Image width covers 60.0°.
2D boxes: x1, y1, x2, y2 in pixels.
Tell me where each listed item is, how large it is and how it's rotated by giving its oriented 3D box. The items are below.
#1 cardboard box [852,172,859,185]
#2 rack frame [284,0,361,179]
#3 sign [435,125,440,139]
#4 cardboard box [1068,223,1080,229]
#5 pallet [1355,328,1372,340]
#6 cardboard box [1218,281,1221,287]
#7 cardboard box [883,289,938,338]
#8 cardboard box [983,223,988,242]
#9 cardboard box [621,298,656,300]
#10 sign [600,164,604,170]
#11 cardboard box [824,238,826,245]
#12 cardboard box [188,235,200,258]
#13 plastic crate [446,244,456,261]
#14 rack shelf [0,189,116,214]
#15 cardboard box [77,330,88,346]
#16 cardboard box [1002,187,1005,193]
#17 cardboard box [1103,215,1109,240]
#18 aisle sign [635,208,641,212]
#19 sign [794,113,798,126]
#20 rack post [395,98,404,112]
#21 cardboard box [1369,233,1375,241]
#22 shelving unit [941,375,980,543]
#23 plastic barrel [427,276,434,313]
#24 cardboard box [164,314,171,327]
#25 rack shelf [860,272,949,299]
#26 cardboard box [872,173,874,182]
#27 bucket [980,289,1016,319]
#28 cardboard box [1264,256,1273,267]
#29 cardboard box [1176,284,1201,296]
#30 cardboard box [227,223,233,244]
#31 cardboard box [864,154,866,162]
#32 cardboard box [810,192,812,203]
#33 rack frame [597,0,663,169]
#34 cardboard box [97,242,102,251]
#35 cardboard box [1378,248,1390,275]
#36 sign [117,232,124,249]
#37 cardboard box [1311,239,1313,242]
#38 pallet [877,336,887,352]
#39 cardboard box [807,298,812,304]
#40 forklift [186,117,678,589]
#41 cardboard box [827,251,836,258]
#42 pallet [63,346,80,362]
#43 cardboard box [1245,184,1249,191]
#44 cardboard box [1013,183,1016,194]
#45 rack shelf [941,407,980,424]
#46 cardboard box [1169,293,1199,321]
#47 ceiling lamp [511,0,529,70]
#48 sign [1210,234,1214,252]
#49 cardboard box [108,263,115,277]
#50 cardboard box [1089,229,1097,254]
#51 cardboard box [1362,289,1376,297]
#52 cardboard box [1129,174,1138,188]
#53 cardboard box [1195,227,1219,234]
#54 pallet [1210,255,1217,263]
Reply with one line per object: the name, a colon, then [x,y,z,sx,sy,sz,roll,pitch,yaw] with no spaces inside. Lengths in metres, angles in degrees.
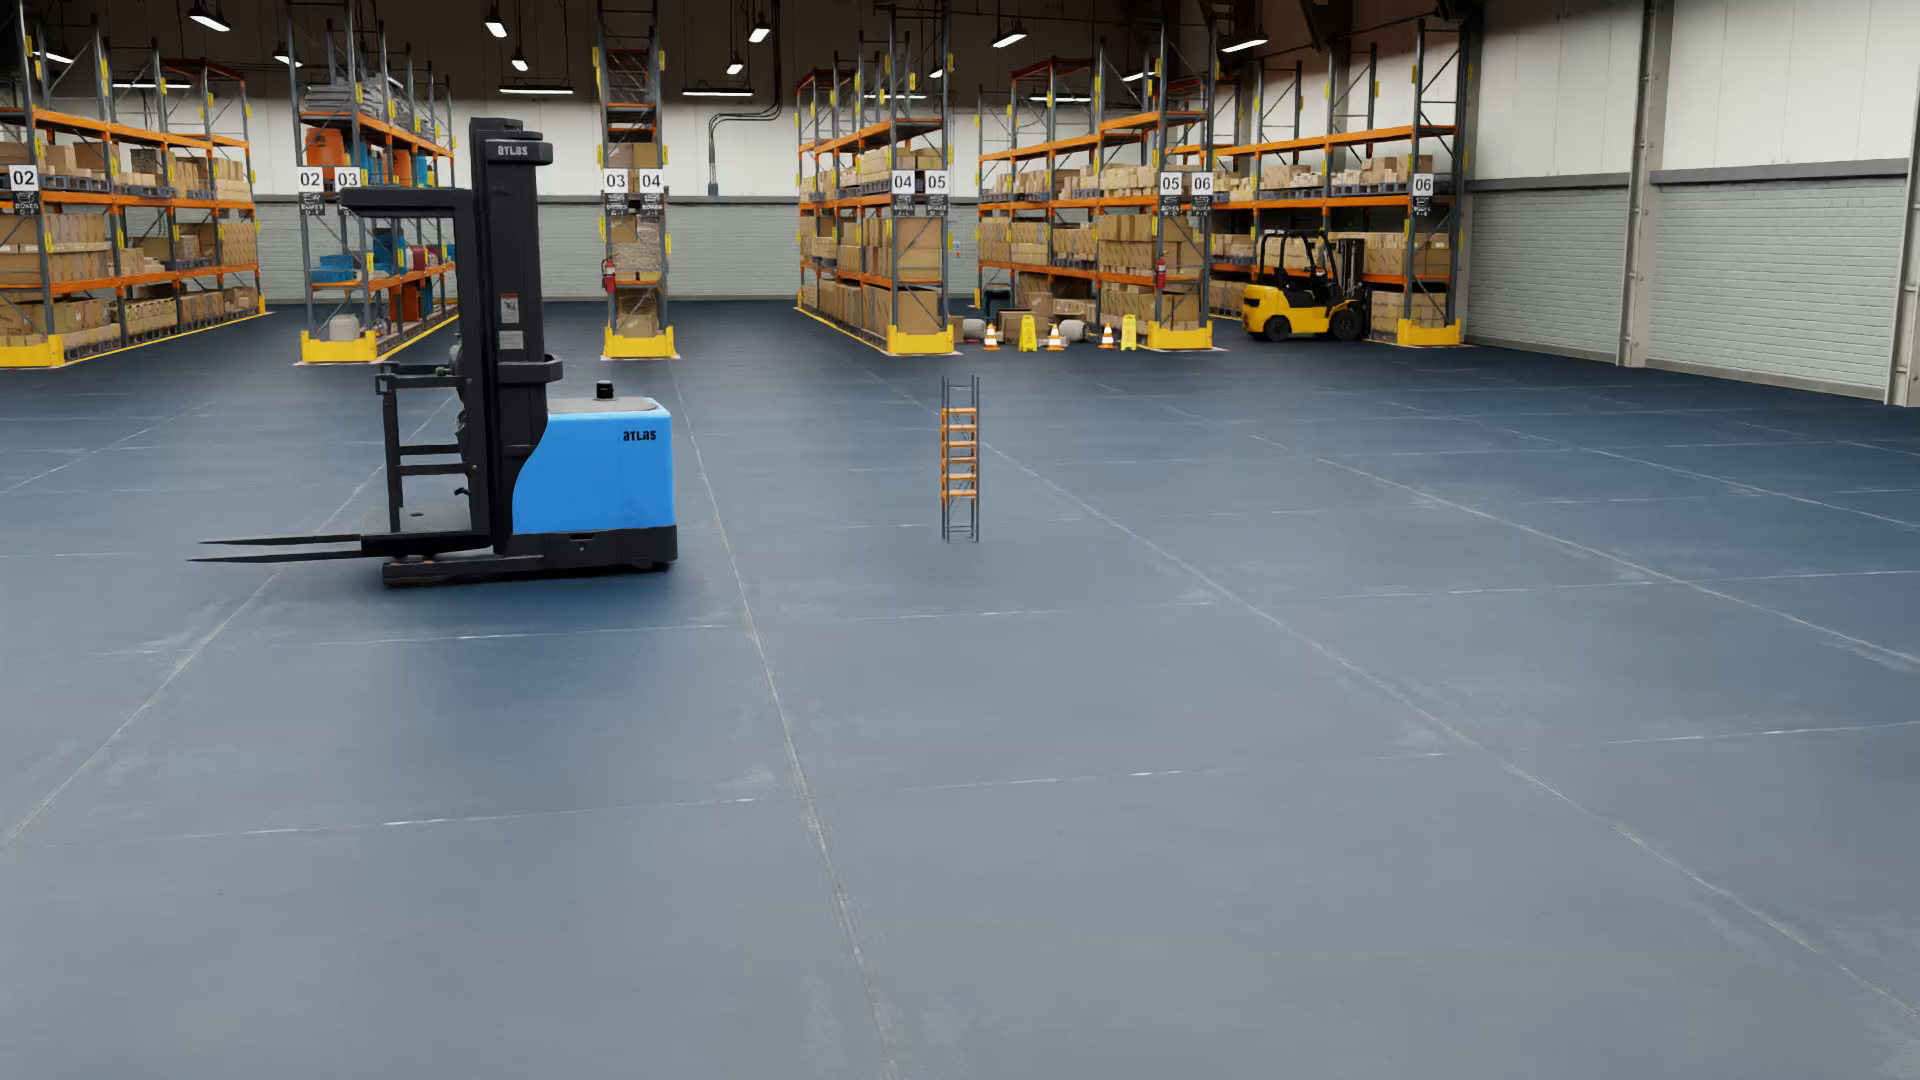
cardboard box: [-1.950,-7.462,34.366,0.500,0.250,0.500,-2,11,-11]
rack frame: [-10.460,-7.459,27.321,1.000,3.000,0.127,-2,11,-11]
sign: [-12.254,-9.577,39.007,0.100,0.325,0.005,-2,11,-11]
cardboard box: [2.707,-7.160,38.850,0.500,0.500,0.500,-2,11,-13]
pallet: [8.564,-4.226,33.836,1.003,0.211,1.213,-2,11,-11]
cardboard box: [6.732,-6.465,41.967,0.380,0.149,0.250,-2,11,-11]
cardboard box: [-0.913,-4.139,30.479,0.875,0.875,0.875,-2,11,-11]
cardboard box: [0.929,-8.335,45.023,0.500,0.500,0.500,-2,11,-13]
cardboard box: [-6.770,-4.821,35.011,0.700,0.500,0.500,-1,11,-6]
sign: [-6.923,-7.326,32.207,0.100,0.325,0.005,-2,11,-11]
cardboard box: [-2.915,-6.864,38.195,0.380,0.149,0.250,-2,11,-9]
cardboard box: [-17.780,-6.694,37.954,0.700,0.500,0.500,-6,12,-30]
plastic crate: [-13.323,-7.439,43.004,0.616,0.435,0.499,-2,11,-11]
rack shelf: [-15.708,-5.820,28.653,1.077,0.370,4.000,-2,11,-11]
cardboard box: [-15.403,-3.478,28.679,0.500,0.250,0.500,-2,11,-11]
cardboard box: [1.296,-9.013,42.788,0.380,0.149,0.250,-2,11,-10]
cardboard box: [3.292,-6.290,33.484,0.700,0.500,0.500,-2,11,-11]
aisle sign: [-8.433,-8.928,44.129,0.394,0.787,0.004,-2,11,-11]
sign: [-4.361,-11.214,44.337,0.100,0.325,0.005,-2,11,-11]
rack post: [-12.263,-9.319,35.713,0.624,0.289,0.986,-2,11,-11]
cardboard box: [8.365,-6.036,33.091,0.380,0.149,0.250,-2,11,-10]
shelving unit: [0.003,-0.587,12.070,0.258,1.200,0.189,-2,11,-11]
plastic barrel: [-12.704,-5.788,39.074,0.600,0.901,0.708,-2,11,-11]
cardboard box: [-16.430,-4.474,33.909,0.500,0.250,0.500,-2,11,-12]
rack shelf: [-1.105,-4.868,31.673,1.077,0.370,4.000,-2,11,-11]
cardboard box: [-1.461,-6.835,31.346,0.380,0.149,0.250,-2,11,-10]
bucket: [0.794,-4.785,34.006,0.726,0.611,0.620,2,1,9]
cardboard box: [7.371,-6.445,38.437,0.500,0.250,0.500,-2,11,-12]
cardboard box: [6.232,-6.683,44.847,0.700,0.500,0.500,-3,11,-13]
cardboard box: [-17.570,-7.265,39.404,0.500,0.500,0.500,-2,11,-13]
cardboard box: [-1.657,-7.413,32.247,0.380,0.149,0.250,-2,11,-12]
cardboard box: [-3.496,-8.627,41.880,0.500,0.250,0.500,-2,11,-11]
rack frame: [-5.601,-7.640,28.267,1.000,3.000,0.127,-2,11,-11]
cardboard box: [-15.735,-5.299,30.012,0.380,0.149,0.250,-2,11,-13]
cardboard box: [8.543,-5.459,32.590,0.500,0.500,0.500,-2,11,-9]
sign: [-15.553,-5.551,30.813,0.100,0.325,0.005,-2,11,-11]
cardboard box: [7.862,-6.483,36.236,0.380,0.149,0.250,-2,11,-11]
pallet: [-0.949,-3.628,30.695,1.003,0.211,1.213,-2,11,-11]
cardboard box: [-3.806,-6.254,43.531,0.380,0.149,0.250,-3,11,-14]
forklift: [-3.469,-1.240,10.870,3.031,2.935,1.130,-3,11,-17]
cardboard box: [-2.819,-6.478,37.759,0.380,0.149,0.250,-2,11,-10]
pallet: [-15.509,-3.102,27.929,1.003,0.211,1.213,-2,11,-11]
cardboard box: [7.069,-8.451,39.886,0.380,0.149,0.250,-2,11,-10]
cardboard box: [1.540,-8.763,41.429,0.396,0.266,0.258,-2,11,-12]
rack shelf: [0.003,-0.897,12.011,0.258,0.103,0.180,-2,11,-11]
cardboard box: [4.229,-4.439,31.722,0.500,0.500,0.500,-3,11,-13]
ceiling lamp: [-9.886,-12.477,38.069,0.800,3.185,2.000,-2,11,-11]
sign: [4.652,-5.498,30.744,0.100,0.325,0.005,-2,11,-11]
cardboard box: [-16.236,-5.082,31.273,0.500,0.250,0.500,-1,11,-7]
cardboard box: [3.027,-6.264,34.901,0.500,0.500,0.500,-2,11,-12]
cardboard box: [8.288,-4.933,33.647,0.500,0.250,0.500,-2,11,-12]
cardboard box: [3.553,-6.870,31.853,0.500,0.250,0.500,-2,11,-9]
cardboard box: [6.625,-8.159,44.639,0.500,0.500,0.500,-2,11,-13]
pallet: [6.702,-7.190,42.464,1.003,0.211,1.213,-2,11,-11]
